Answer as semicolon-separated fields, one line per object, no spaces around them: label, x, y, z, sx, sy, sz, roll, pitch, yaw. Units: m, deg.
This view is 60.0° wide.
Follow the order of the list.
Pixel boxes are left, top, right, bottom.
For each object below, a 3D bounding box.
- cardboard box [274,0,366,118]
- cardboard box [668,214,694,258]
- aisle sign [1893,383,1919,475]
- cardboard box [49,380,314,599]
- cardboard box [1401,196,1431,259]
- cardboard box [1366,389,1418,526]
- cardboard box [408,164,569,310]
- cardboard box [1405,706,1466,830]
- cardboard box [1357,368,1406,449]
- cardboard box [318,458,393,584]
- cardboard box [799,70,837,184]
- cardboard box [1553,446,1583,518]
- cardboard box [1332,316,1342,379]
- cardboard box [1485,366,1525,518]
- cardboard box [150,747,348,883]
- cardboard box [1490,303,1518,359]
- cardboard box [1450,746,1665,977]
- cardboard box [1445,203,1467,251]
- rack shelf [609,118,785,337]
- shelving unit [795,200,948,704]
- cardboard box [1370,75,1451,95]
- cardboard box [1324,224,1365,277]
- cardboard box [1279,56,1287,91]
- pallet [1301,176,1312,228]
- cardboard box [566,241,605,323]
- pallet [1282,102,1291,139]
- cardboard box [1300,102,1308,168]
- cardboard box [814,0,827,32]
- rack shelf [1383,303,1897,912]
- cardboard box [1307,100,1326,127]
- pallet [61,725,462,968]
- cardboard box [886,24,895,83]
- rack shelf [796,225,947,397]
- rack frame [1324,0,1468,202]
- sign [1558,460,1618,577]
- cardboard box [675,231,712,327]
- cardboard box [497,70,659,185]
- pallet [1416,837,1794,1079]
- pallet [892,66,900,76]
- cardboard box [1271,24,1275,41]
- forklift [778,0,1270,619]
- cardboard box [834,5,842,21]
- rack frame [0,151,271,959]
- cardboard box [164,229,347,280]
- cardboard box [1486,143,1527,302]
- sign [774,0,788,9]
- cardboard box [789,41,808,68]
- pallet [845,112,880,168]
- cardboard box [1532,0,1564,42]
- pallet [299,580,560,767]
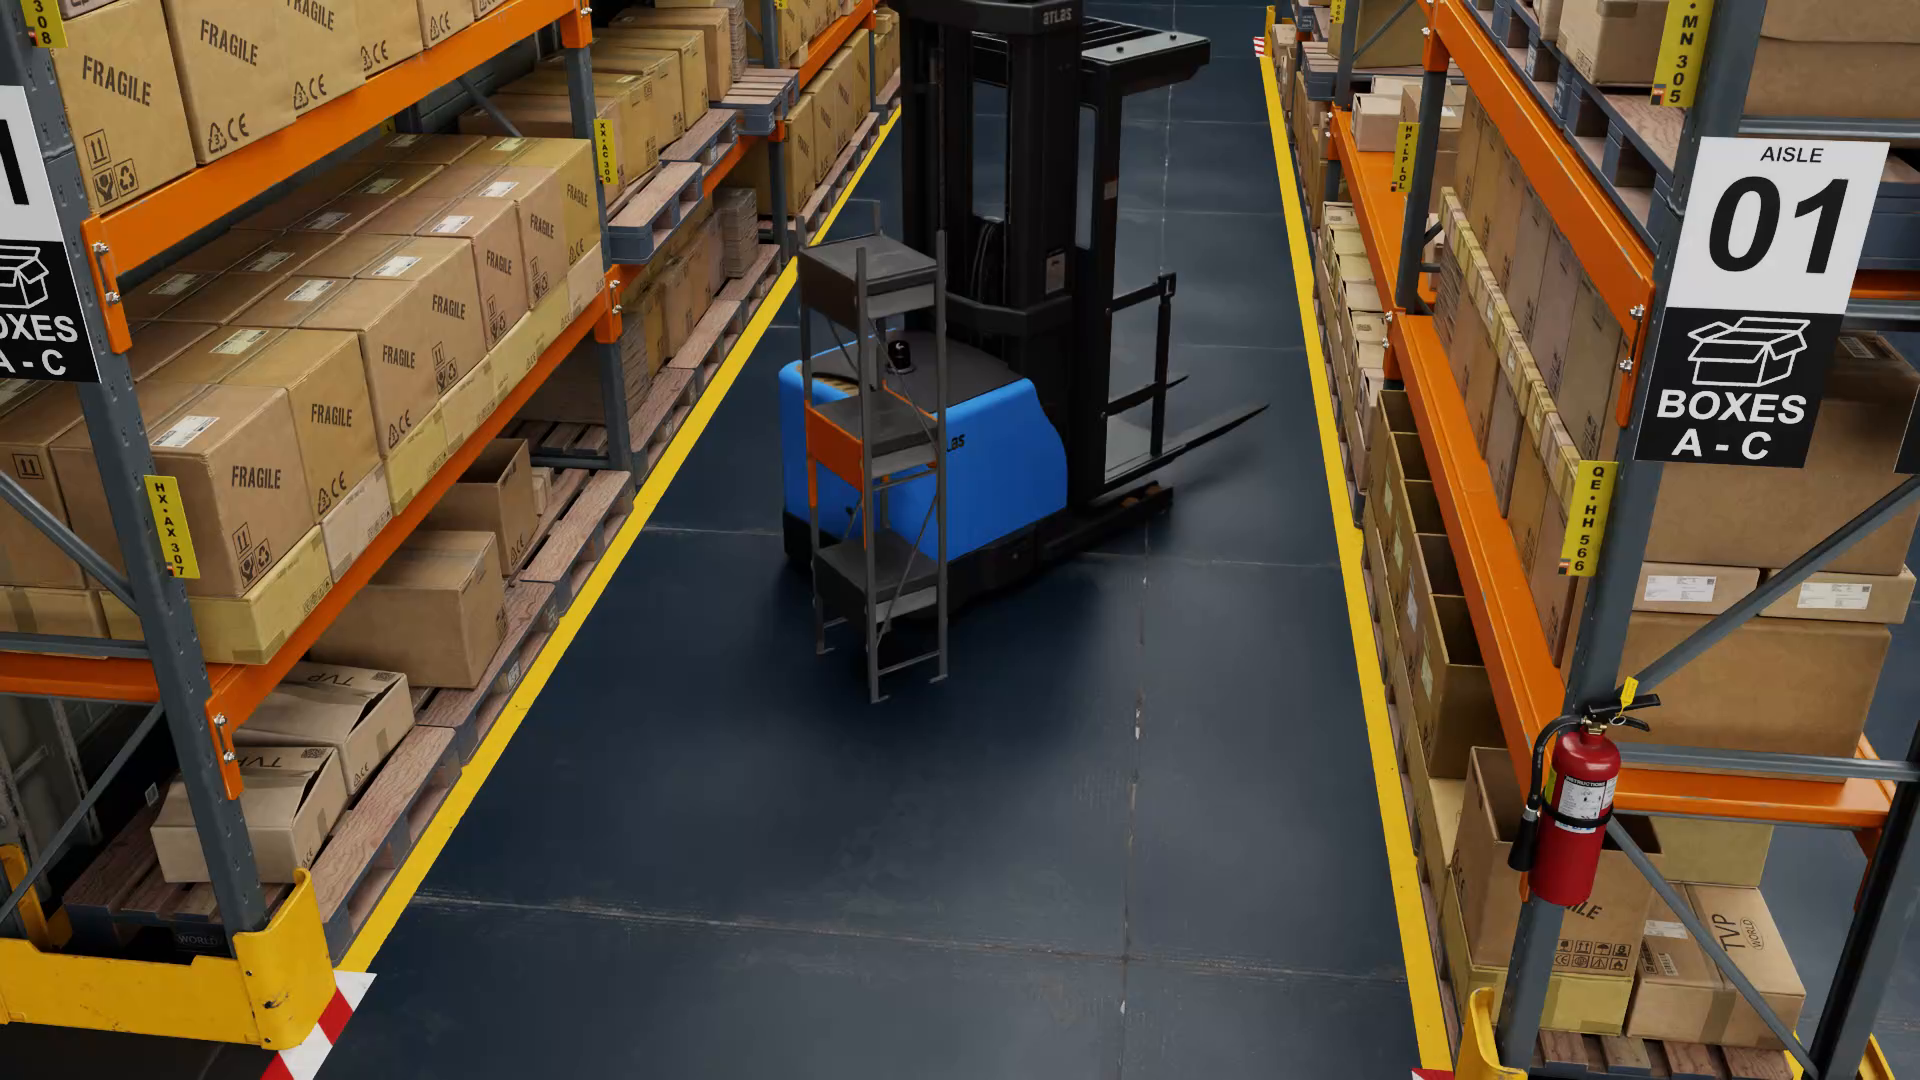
cardboard box;-2.337;-1.697;5.449;0.500;0.500;0.500;5;29;9
cardboard box;-2.033;-2.026;10.728;0.500;0.250;0.500;3;28;6
aisle sign;2.426;-0.495;3.766;0.394;0.787;0.004;3;28;6
cardboard box;-2.430;-0.166;5.242;0.500;0.500;0.500;3;28;6
cardboard box;2.545;-1.648;8.788;0.396;0.266;0.258;3;28;5
cardboard box;2.252;-0.387;7.971;0.500;0.500;0.500;3;28;6
cardboard box;-2.103;-1.366;7.469;0.500;0.500;0.500;3;28;6
cardboard box;2.011;0.885;6.401;0.500;0.250;0.500;3;28;6
cardboard box;2.385;-0.711;8.772;0.500;0.311;0.500;3;28;6
cardboard box;-2.363;-0.085;5.882;0.500;0.250;0.500;2;28;5
cardboard box;-1.473;-3.440;13.797;0.750;0.750;0.750;3;28;6
cardboard box;2.049;-0.164;5.102;0.380;0.149;0.250;3;28;5
cardboard box;2.573;-1.187;10.247;0.500;0.250;0.500;4;29;7
cardboard box;2.387;-0.391;6.208;0.700;0.500;0.500;4;29;8
cardboard box;-2.613;0.984;6.132;0.500;0.311;0.500;0;28;0
cardboard box;2.208;-0.767;6.222;0.380;0.149;0.250;3;28;6
cardboard box;1.900;1.026;5.348;0.500;0.500;0.500;3;28;6
cardboard box;2.364;-1.379;7.357;0.380;0.149;0.250;4;29;7
rack shelf;-2.052;-2.193;10.417;1.077;0.370;4.000;3;28;6
shelving unit;-0.365;-0.346;7.176;0.431;2.100;0.503;-18;33;-29
cardboard box;3.022;-2.957;11.171;0.500;0.311;0.500;5;29;9
cardboard box;2.698;-1.909;10.996;0.500;0.311;0.500;3;28;5
cardboard box;3.480;-4.696;16.675;0.500;0.311;0.500;3;28;6
pallet;3.391;-2.859;13.835;1.003;0.211;1.213;3;28;6
cardboard box;-2.054;-1.271;8.083;0.500;0.250;0.500;3;29;6
pallet;3.685;-4.144;16.219;1.003;0.211;1.213;3;28;6
cardboard box;3.176;-3.441;14.147;0.500;0.500;0.500;4;29;7
cardboard box;-1.358;-4.328;13.182;0.500;0.500;0.500;3;28;6
rack shelf;2.375;-0.024;6.391;1.077;0.370;4.000;3;28;6
cardboard box;3.115;-3.551;13.560;0.500;0.250;0.500;3;28;5
pallet;-2.643;1.126;6.438;1.003;0.211;1.213;3;28;6
cardboard box;-1.059;-5.001;17.063;0.700;0.500;0.500;3;28;6
rack shelf;-0.365;-0.951;6.852;0.431;0.518;0.480;-18;33;-29
rack frame;3.110;-3.165;11.463;1.000;3.000;0.127;3;28;6
sign;1.593;-0.052;4.213;0.100;0.325;0.005;3;28;6
cardboard box;-2.055;-1.731;10.973;0.700;0.500;0.500;3;28;6
cardboard box;-2.125;-2.306;9.299;0.700;0.500;0.500;6;29;11
pallet;2.182;1.466;5.807;1.003;0.211;1.213;3;28;6
pallet;-0.999;-5.036;17.875;1.003;0.211;1.213;3;28;6
cardboard box;3.698;-5.692;18.696;0.380;0.149;0.250;3;28;6
forklift;0.507;-1.510;8.462;3.031;2.935;1.130;-25;37;-38
cardboard box;-1.231;-4.578;14.330;0.380;0.149;0.250;3;28;6
rack frame;-2.787;0.314;5.004;1.000;3.000;0.127;3;28;6
cardboard box;-2.748;-0.910;6.623;0.500;0.500;0.500;4;29;7
cardboard box;2.449;-1.215;6.369;0.700;0.500;0.500;3;28;6
sign;-1.267;-3.899;11.688;0.100;0.325;0.005;3;28;6
cardboard box;-1.381;-3.729;12.754;0.380;0.149;0.250;4;29;8
pallet;-1.337;-3.739;15.468;1.003;0.211;1.213;3;28;6
cardboard box;2.077;-1.746;5.170;0.500;0.311;0.500;7;29;12
pallet;-2.491;0.553;7.501;1.003;0.211;1.213;3;28;6
